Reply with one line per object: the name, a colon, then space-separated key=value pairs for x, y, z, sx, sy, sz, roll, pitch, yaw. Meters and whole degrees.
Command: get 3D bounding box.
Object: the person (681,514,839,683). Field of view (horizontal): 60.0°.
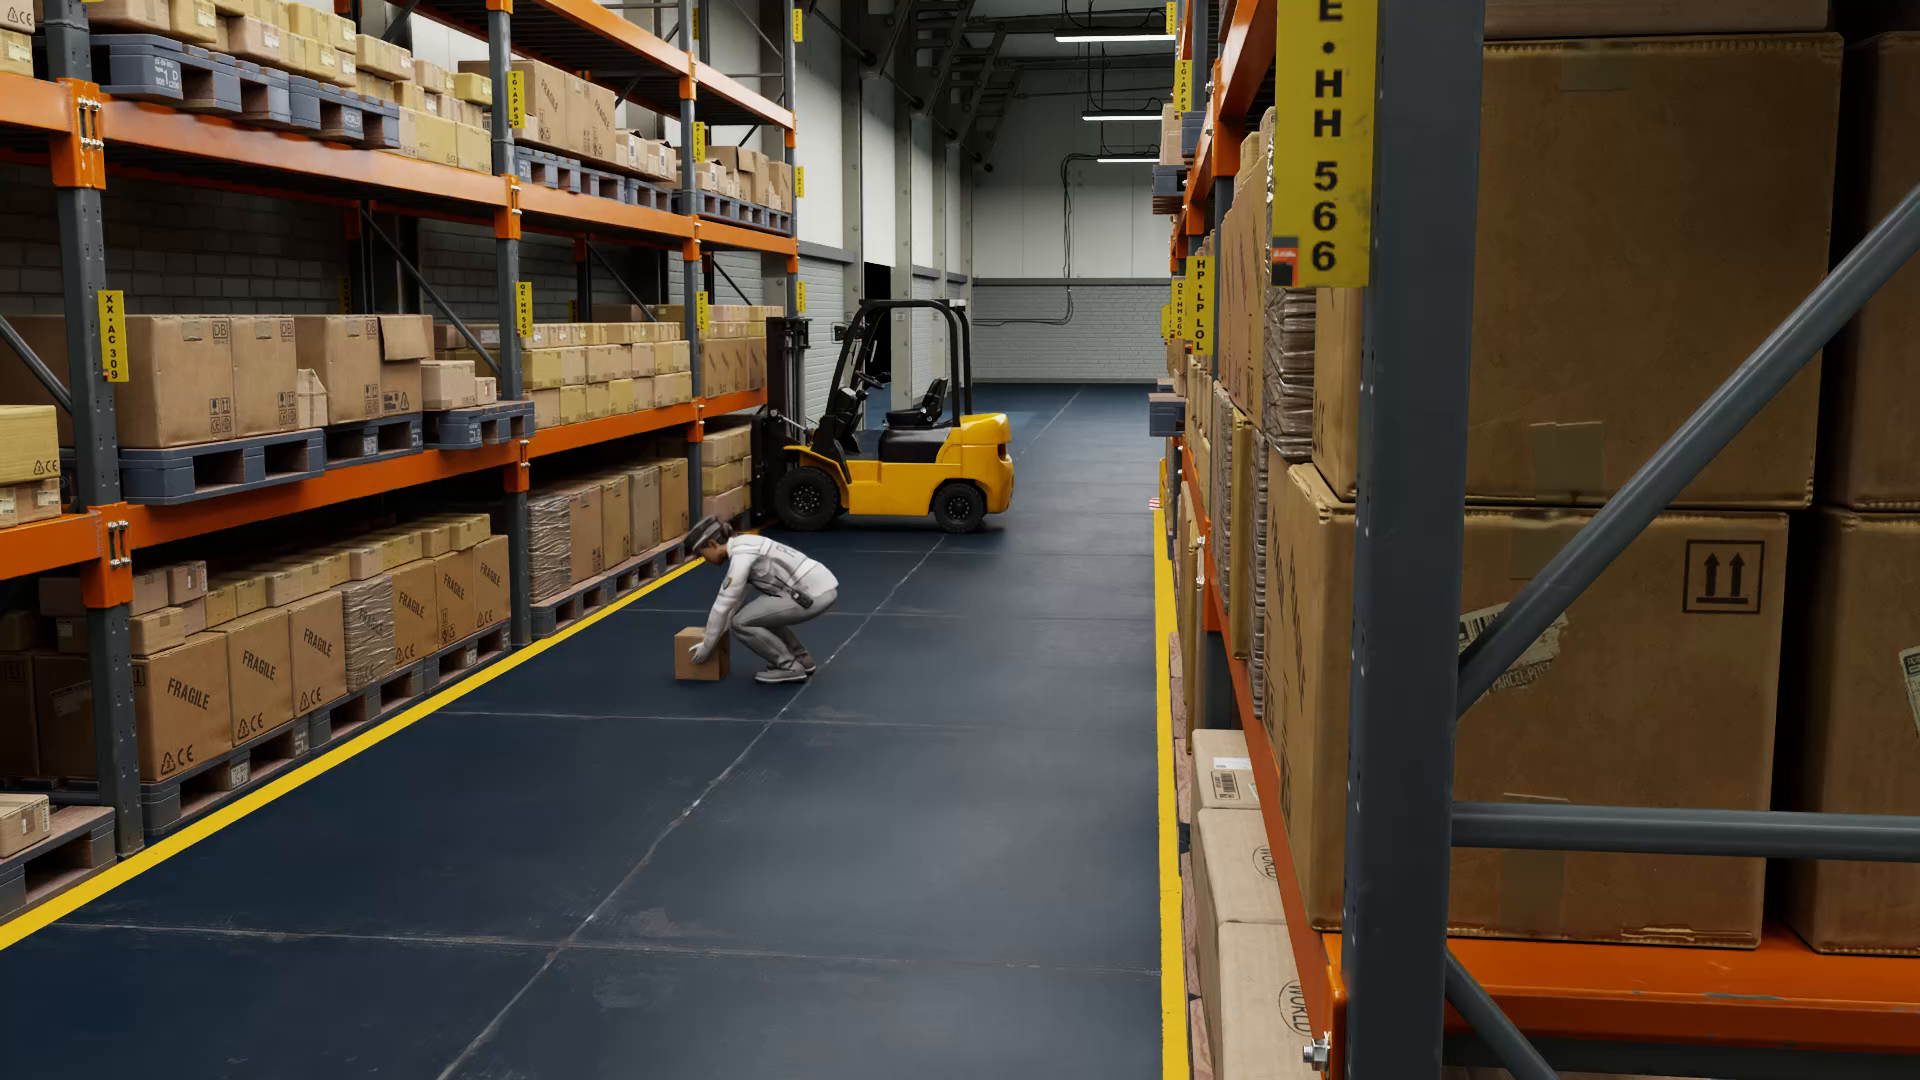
person: x=-1.112 y=0.316 z=9.235 sx=0.853 sy=0.928 sz=0.490 roll=1 pitch=8 yaw=6
